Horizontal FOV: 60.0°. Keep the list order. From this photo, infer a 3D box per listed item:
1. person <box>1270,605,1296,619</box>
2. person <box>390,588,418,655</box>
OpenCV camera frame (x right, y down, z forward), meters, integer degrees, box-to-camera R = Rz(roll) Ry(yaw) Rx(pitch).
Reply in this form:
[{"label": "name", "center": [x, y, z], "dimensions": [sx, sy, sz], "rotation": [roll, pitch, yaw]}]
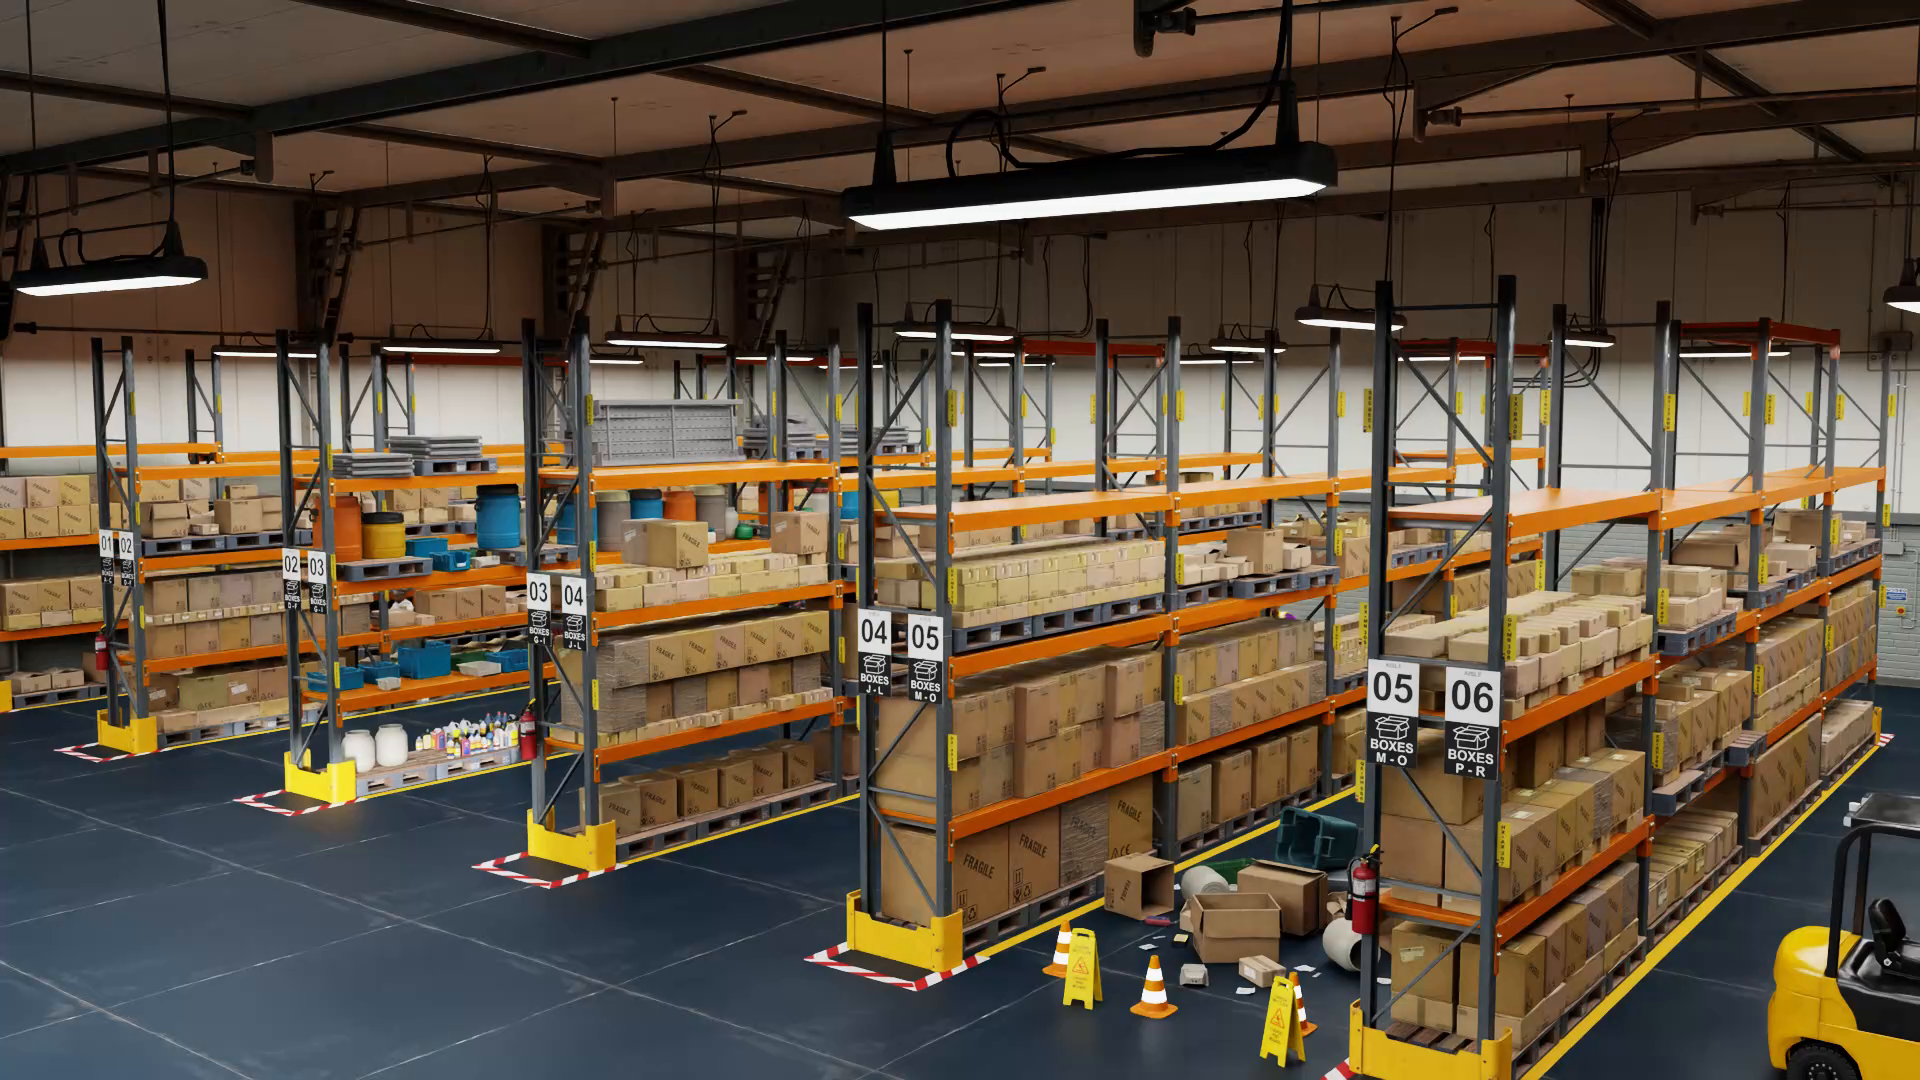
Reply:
[{"label": "person", "center": [5.568, 1.820, 28.913], "dimensions": [0.687, 1.665, 0.735], "rotation": [-5, 7, -44]}, {"label": "person", "center": [-10.058, 1.693, 29.817], "dimensions": [0.547, 1.710, 0.983], "rotation": [2, 5, 25]}]
